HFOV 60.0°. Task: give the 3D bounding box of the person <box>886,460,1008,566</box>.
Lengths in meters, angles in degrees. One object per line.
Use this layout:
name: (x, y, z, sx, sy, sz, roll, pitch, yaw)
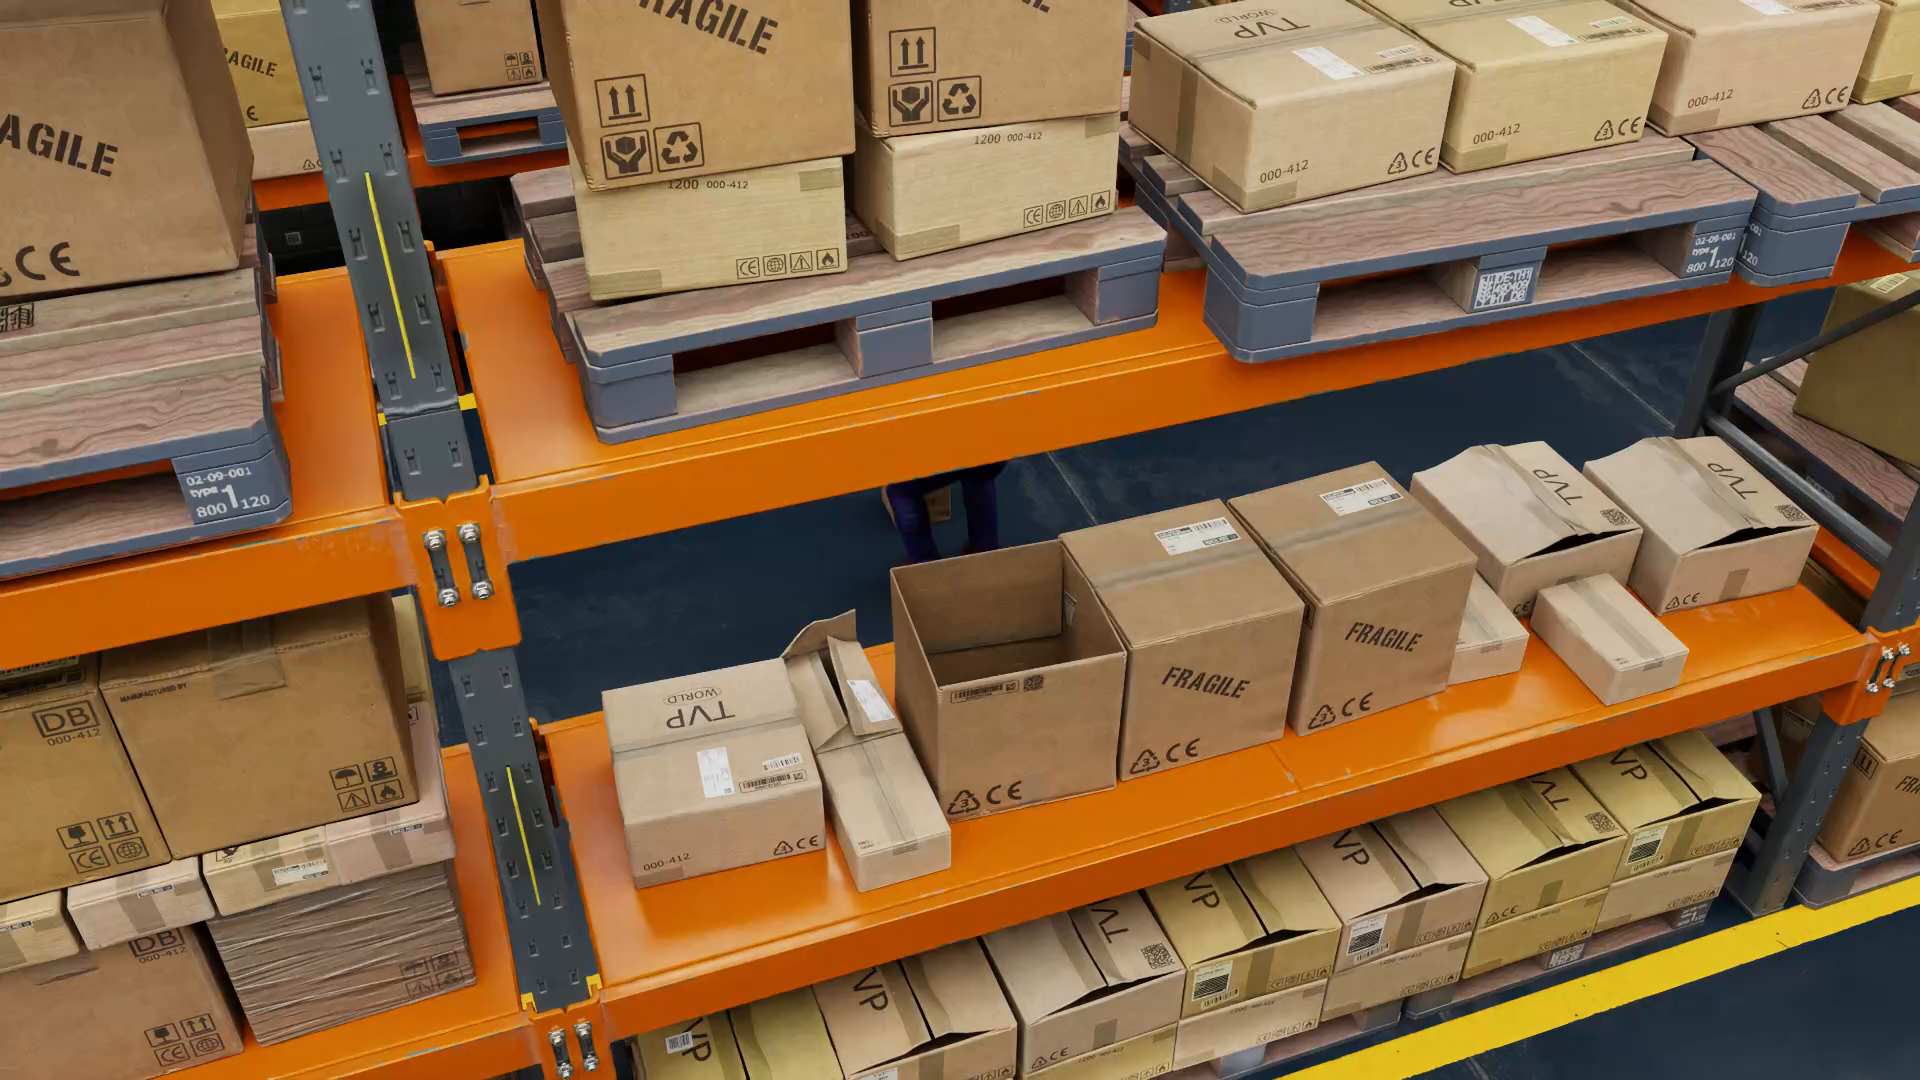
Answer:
person: (-0.074, -0.443, 6.871, 0.525, 1.490, 0.552, -12, 40, -15)
